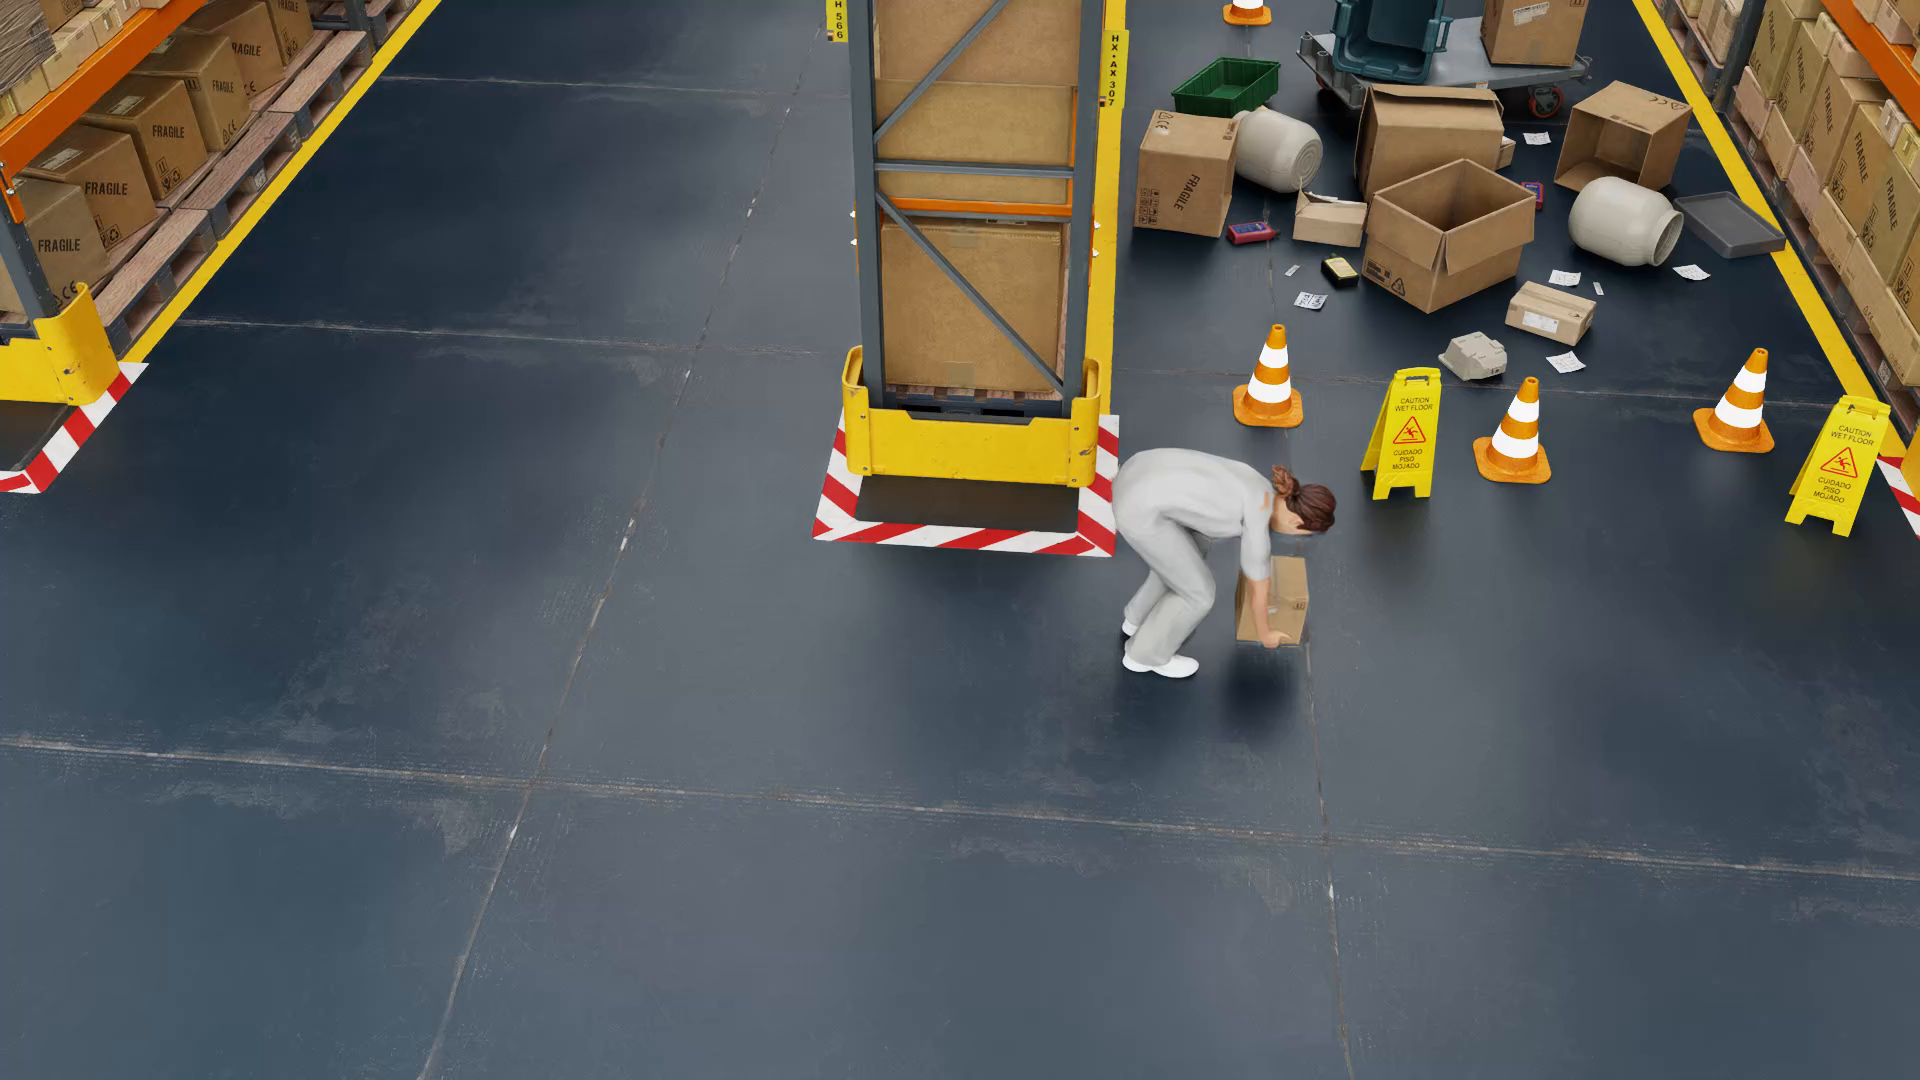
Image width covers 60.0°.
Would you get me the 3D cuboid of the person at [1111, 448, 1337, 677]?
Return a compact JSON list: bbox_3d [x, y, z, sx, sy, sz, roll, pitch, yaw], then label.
[{"bbox_3d":[1.014,0.083,6.593,0.864,0.986,0.450,2,40,2],"label":"person"}]
